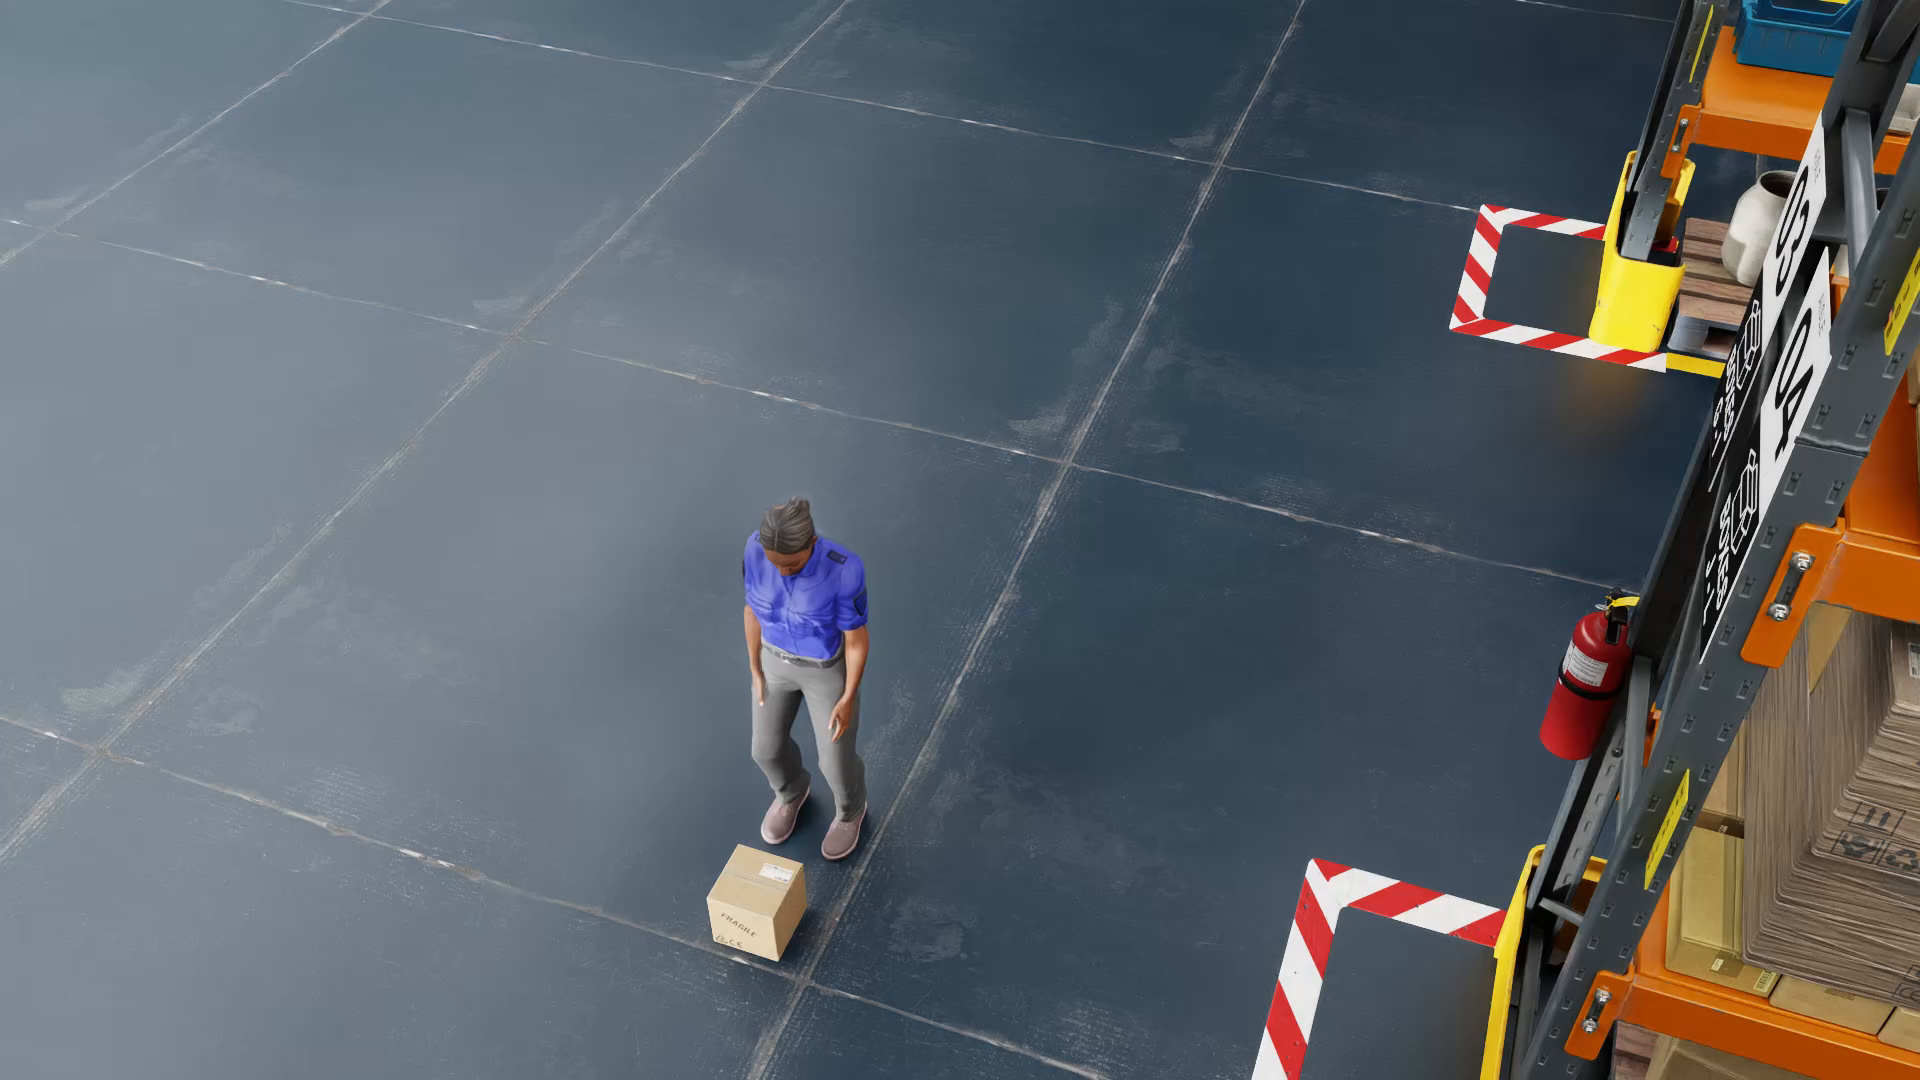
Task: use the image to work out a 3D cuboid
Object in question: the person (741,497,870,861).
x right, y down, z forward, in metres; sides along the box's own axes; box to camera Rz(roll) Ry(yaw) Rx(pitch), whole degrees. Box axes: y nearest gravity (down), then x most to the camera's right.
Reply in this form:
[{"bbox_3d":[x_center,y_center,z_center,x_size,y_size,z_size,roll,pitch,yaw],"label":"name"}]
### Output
[{"bbox_3d":[-0.509,0.464,5.684,0.453,1.618,0.366,15,44,16],"label":"person"}]
